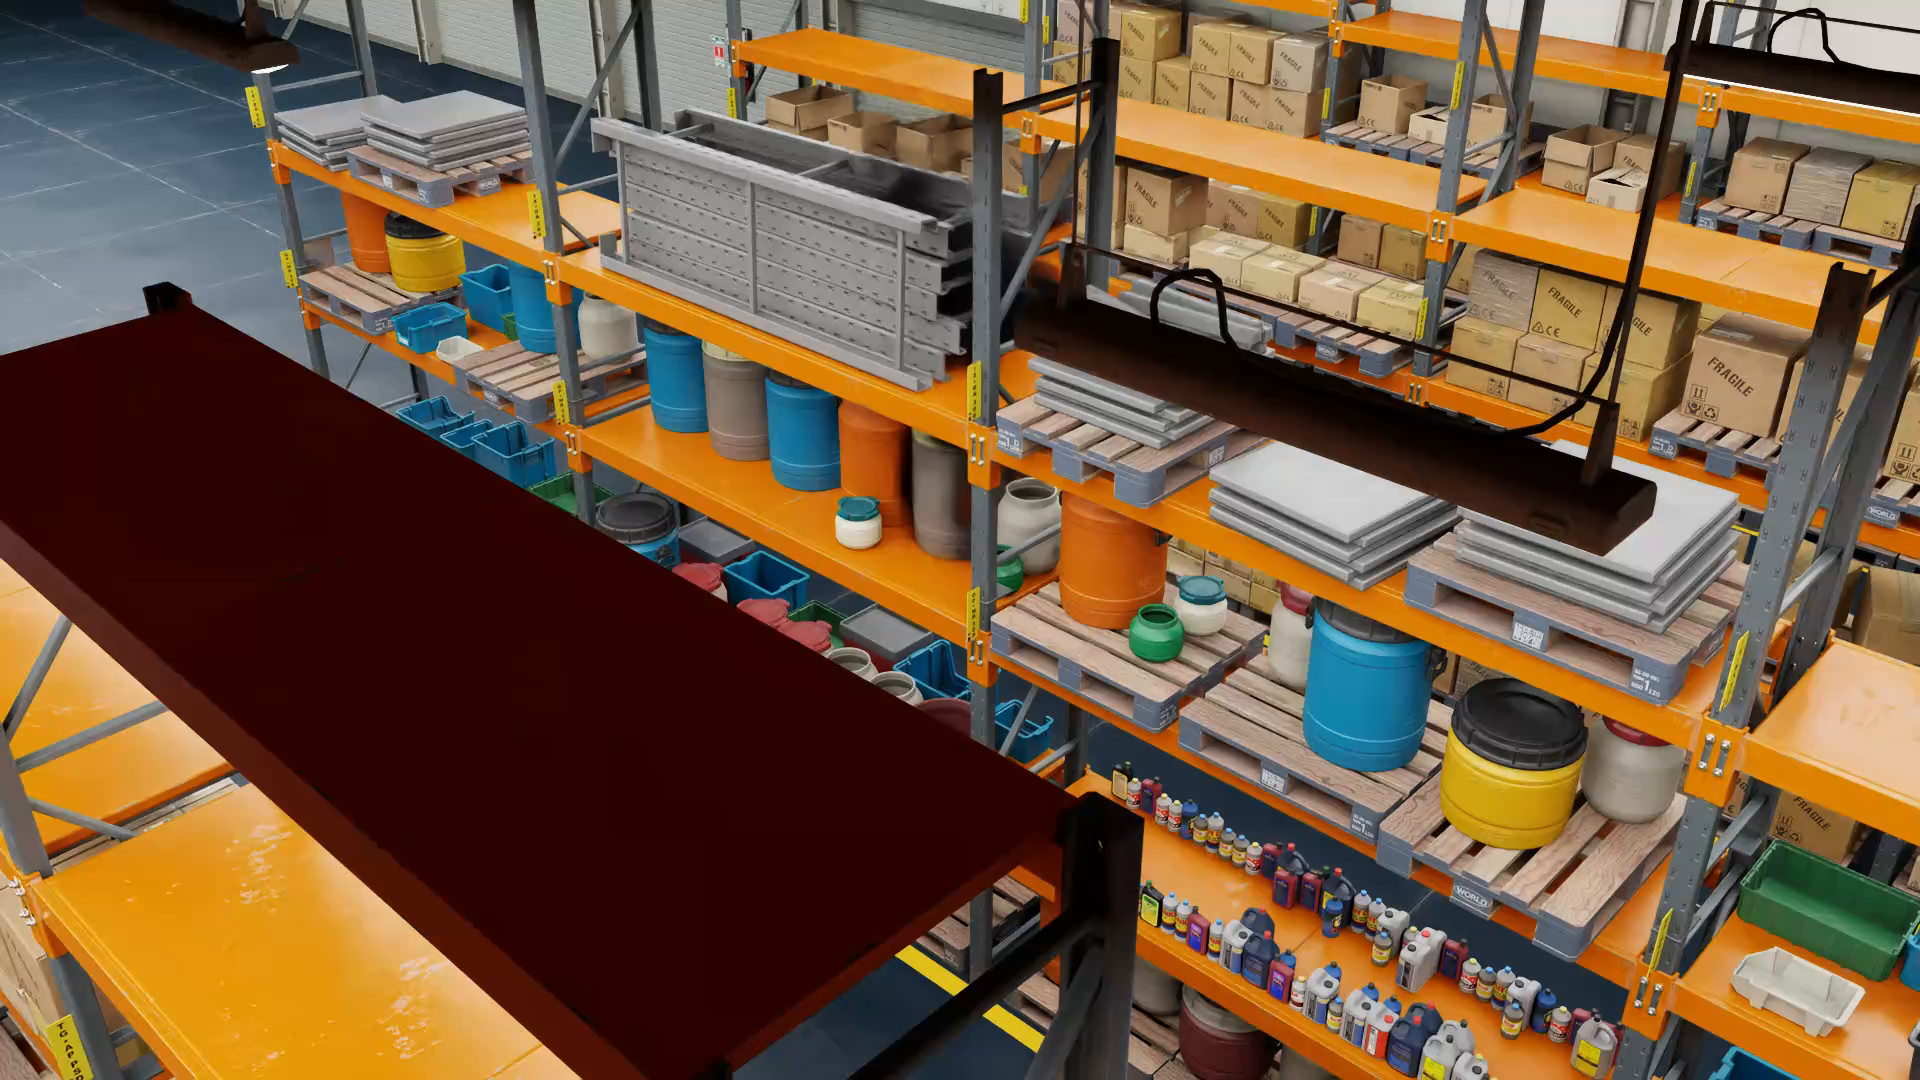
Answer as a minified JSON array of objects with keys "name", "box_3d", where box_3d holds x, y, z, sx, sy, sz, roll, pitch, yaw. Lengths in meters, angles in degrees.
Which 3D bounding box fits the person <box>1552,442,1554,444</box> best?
[{"name":"person","box_3d":[5.594,-0.500,15.378,0.603,1.746,0.665,18,34,29]}]
